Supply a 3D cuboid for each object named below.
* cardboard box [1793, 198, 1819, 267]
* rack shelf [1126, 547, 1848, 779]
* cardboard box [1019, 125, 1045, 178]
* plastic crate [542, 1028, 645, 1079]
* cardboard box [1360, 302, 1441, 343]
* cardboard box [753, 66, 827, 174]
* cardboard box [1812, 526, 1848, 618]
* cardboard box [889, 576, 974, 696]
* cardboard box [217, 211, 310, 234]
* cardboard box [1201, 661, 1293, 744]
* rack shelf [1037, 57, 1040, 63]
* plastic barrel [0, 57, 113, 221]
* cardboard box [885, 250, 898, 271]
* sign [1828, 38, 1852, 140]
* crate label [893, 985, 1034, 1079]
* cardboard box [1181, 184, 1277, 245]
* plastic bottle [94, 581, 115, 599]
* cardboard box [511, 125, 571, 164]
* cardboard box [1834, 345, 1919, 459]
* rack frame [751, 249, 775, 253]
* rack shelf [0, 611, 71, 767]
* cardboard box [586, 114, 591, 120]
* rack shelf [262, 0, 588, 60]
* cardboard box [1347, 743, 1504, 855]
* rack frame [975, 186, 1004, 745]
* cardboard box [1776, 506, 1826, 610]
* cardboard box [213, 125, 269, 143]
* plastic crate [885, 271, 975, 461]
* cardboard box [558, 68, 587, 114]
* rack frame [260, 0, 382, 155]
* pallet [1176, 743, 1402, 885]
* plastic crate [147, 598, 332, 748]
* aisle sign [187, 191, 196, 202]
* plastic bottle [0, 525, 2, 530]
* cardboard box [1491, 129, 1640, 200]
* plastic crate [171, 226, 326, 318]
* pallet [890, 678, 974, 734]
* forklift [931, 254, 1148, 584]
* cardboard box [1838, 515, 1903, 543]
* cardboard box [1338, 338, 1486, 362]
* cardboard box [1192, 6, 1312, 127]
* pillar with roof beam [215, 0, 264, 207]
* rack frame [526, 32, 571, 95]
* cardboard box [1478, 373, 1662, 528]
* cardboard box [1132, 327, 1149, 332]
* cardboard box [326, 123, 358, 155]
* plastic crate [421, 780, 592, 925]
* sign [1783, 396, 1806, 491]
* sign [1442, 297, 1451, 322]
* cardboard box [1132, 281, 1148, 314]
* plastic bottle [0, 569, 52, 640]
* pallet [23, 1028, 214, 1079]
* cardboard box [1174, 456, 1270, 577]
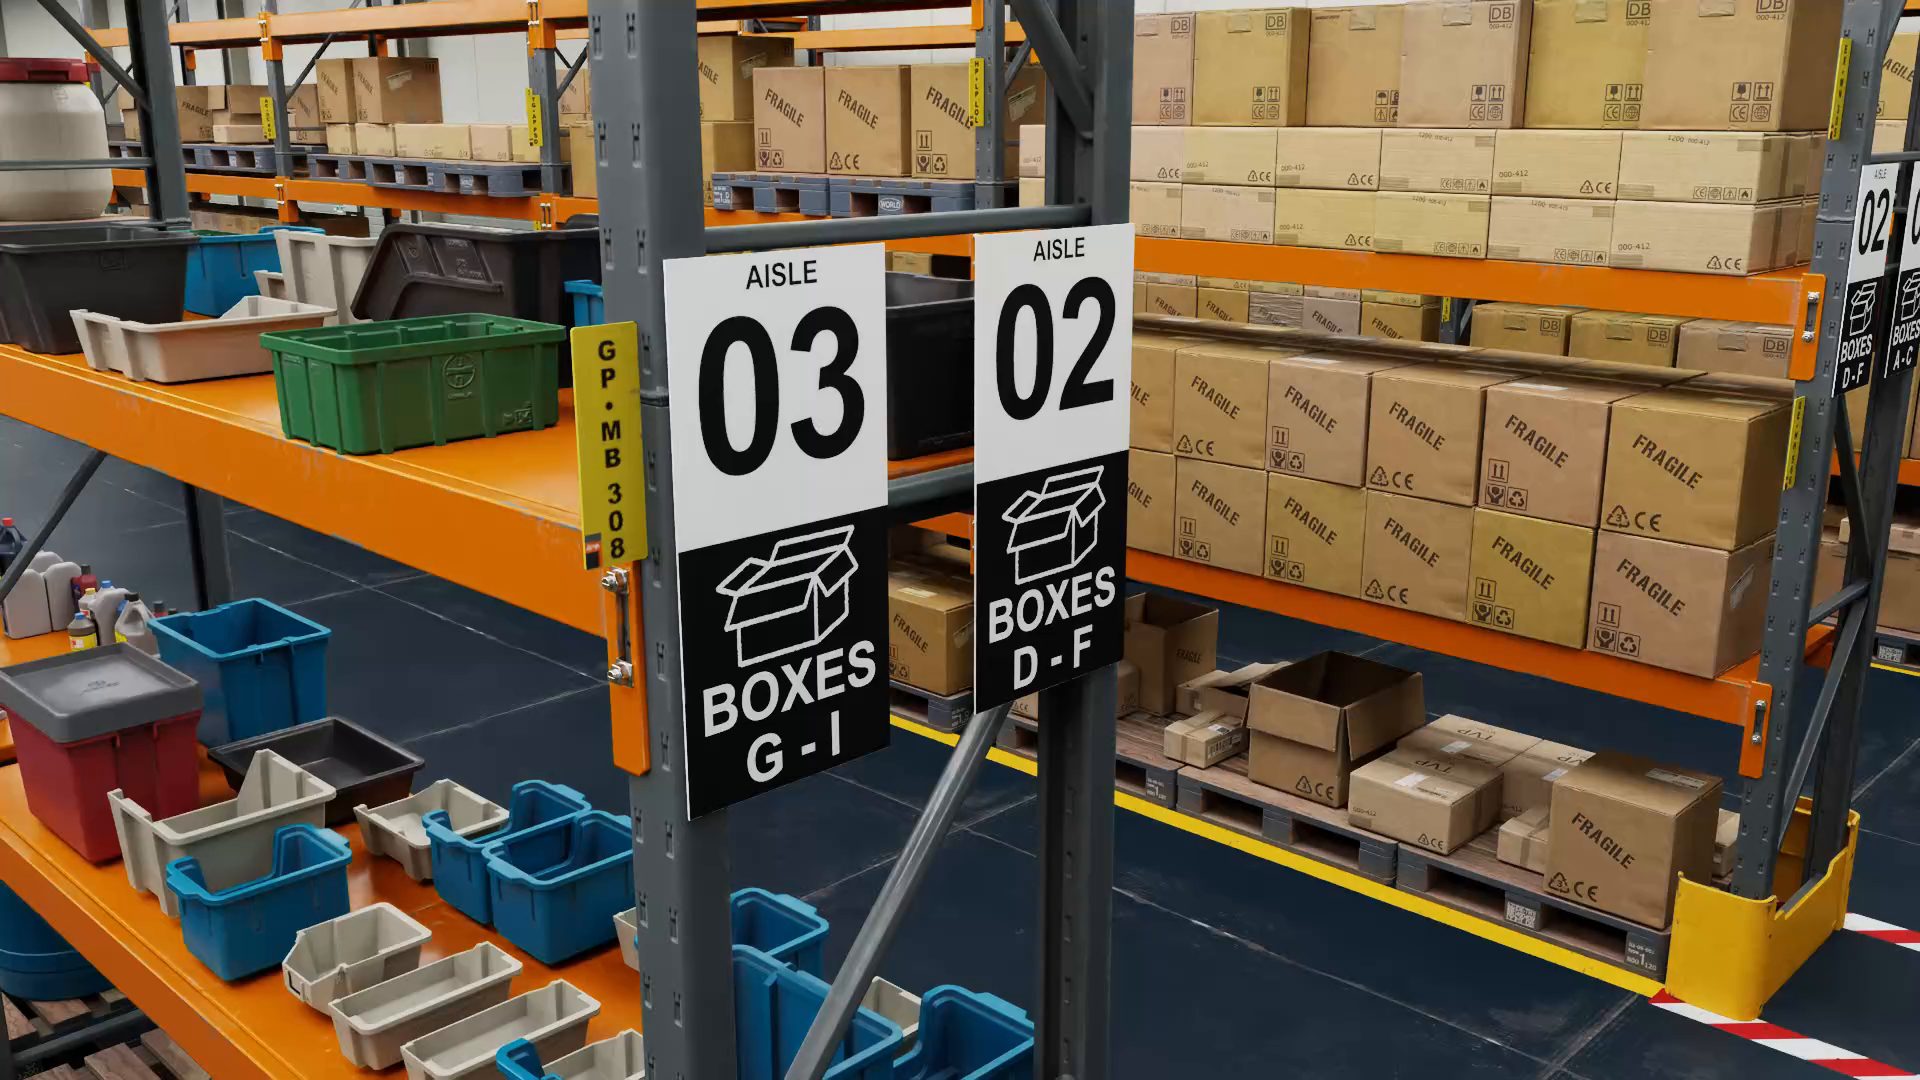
[{"bbox_3d":[3.151,-1.240,6.590,0.500,0.250,0.500,14,20,42],"label":"cardboard box"},{"bbox_3d":[1.904,0.273,7.861,4.000,0.370,1.077,14,20,42],"label":"rack shelf"},{"bbox_3d":[0.642,-1.916,8.192,0.500,0.250,0.500,14,20,42],"label":"cardboard box"},{"bbox_3d":[-0.809,1.162,3.427,0.243,0.136,0.396,14,20,42],"label":"plastic crate"},{"bbox_3d":[3.393,-1.562,12.649,0.500,0.500,0.500,13,20,41],"label":"cardboard box"},{"bbox_3d":[-0.809,-2.511,9.941,0.600,0.600,0.600,13,19,40],"label":"cardboard box"},{"bbox_3d":[5.846,0.190,10.879,0.500,0.500,0.700,14,20,42],"label":"cardboard box"},{"bbox_3d":[-0.090,0.537,9.506,0.500,0.500,0.500,14,20,42],"label":"cardboard box"},{"bbox_3d":[-6.343,-2.754,15.280,0.500,0.500,0.700,14,20,42],"label":"cardboard box"},{"bbox_3d":[1.612,0.843,8.709,0.500,0.311,0.500,14,20,42],"label":"cardboard box"},{"bbox_3d":[2.461,-4.036,13.295,4.000,0.370,1.077,14,20,42],"label":"rack shelf"},{"bbox_3d":[-3.181,-1.385,5.746,0.433,0.535,0.433,0,15,0],"label":"plastic barrel"},{"bbox_3d":[-0.623,-2.682,16.706,0.700,0.500,0.500,-11,18,-37],"label":"cardboard box"},{"bbox_3d":[2.944,-1.508,5.564,0.005,0.325,0.100,14,20,42],"label":"sign"},{"bbox_3d":[-0.046,1.123,3.388,0.303,0.233,0.416,14,20,42],"label":"crate label"},{"bbox_3d":[1.359,-1.498,7.580,0.500,0.250,0.500,14,20,42],"label":"cardboard box"},{"bbox_3d":[-3.373,0.296,6.601,0.097,0.271,0.097,0,15,0],"label":"plastic bottle"},{"bbox_3d":[-2.781,-2.776,11.654,0.500,0.250,0.500,12,19,38],"label":"cardboard box"},{"bbox_3d":[5.874,-0.983,10.659,0.700,0.700,0.980,13,20,42],"label":"cardboard box"},{"bbox_3d":[-1.859,-2.725,17.941,0.127,3.000,1.000,14,20,42],"label":"rack frame"},{"bbox_3d":[-4.416,0.472,7.100,4.000,0.370,1.077,14,20,42],"label":"rack shelf"},{"bbox_3d":[-3.933,-4.640,19.104,0.500,0.500,0.500,-13,20,-42],"label":"cardboard box"},{"bbox_3d":[-3.855,-3.836,12.529,4.000,0.370,1.077,14,20,42],"label":"rack shelf"},{"bbox_3d":[2.119,1.171,7.571,0.500,0.250,0.500,14,20,42],"label":"cardboard box"},{"bbox_3d":[0.465,-0.425,9.114,0.127,3.000,1.000,14,20,42],"label":"rack frame"},{"bbox_3d":[3.208,0.101,6.896,0.500,0.500,0.500,-14,20,-43],"label":"cardboard box"},{"bbox_3d":[-6.352,-3.587,14.690,0.250,0.149,0.380,14,20,42],"label":"cardboard box"},{"bbox_3d":[-0.180,-0.333,3.070,0.590,0.269,0.497,14,20,42],"label":"plastic crate"},{"bbox_3d":[-4.303,-5.210,19.308,0.500,0.500,0.500,13,20,42],"label":"cardboard box"},{"bbox_3d":[-5.294,-4.728,13.731,0.127,3.000,1.000,14,20,42],"label":"rack frame"},{"bbox_3d":[1.841,1.258,8.184,1.213,0.211,1.003,14,20,42],"label":"pallet"},{"bbox_3d":[-2.403,0.472,5.584,0.575,0.384,0.392,14,20,42],"label":"plastic crate"},{"bbox_3d":[-8.017,-3.848,17.095,0.004,0.787,0.394,14,20,42],"label":"aisle sign"},{"bbox_3d":[-4.360,0.026,7.481,0.185,0.351,0.144,14,20,42],"label":"plastic bottle"},{"bbox_3d":[2.437,-1.477,6.508,0.500,0.250,0.500,14,20,42],"label":"cardboard box"},{"bbox_3d":[-2.099,-0.796,4.920,0.300,0.233,0.416,14,20,42],"label":"plastic crate"},{"bbox_3d":[-0.147,0.789,9.986,1.213,0.211,1.003,14,20,42],"label":"pallet"},{"bbox_3d":[0.552,-1.252,12.426,1.130,2.935,3.031,-12,19,-38],"label":"forklift"},{"bbox_3d":[5.803,-0.071,10.592,0.380,0.149,0.250,-14,20,-43],"label":"cardboard box"},{"bbox_3d":[2.103,-0.650,7.796,0.500,0.500,0.500,13,20,42],"label":"cardboard box"},{"bbox_3d":[1.467,-2.131,7.531,0.500,0.500,0.700,14,20,42],"label":"cardboard box"},{"bbox_3d":[-15.261,-7.681,25.065,0.400,9.000,9.100,14,20,42],"label":"pillar with roof beam"},{"bbox_3d":[-4.738,-6.328,19.871,0.127,3.000,1.000,14,20,42],"label":"rack frame"},{"bbox_3d":[2.469,-0.373,6.735,0.500,0.500,0.500,-14,20,-43],"label":"cardboard box"},{"bbox_3d":[0.609,-0.824,8.463,0.500,0.500,0.500,-14,20,-43],"label":"cardboard box"},{"bbox_3d":[-4.857,-3.298,13.655,0.500,0.250,0.500,-12,19,-38],"label":"cardboard box"},{"bbox_3d":[-1.210,0.840,4.474,0.300,0.233,0.416,14,20,42],"label":"plastic crate"},{"bbox_3d":[2.944,-0.341,5.868,0.005,0.325,0.100,14,20,42],"label":"sign"},{"bbox_3d":[3.531,-1.747,12.047,0.005,0.325,0.100,14,20,42],"label":"sign"},{"bbox_3d":[1.563,-2.002,14.339,0.500,0.500,0.500,-14,20,-42],"label":"cardboard box"},{"bbox_3d":[-3.817,0.249,6.774,0.135,0.276,0.152,14,20,42],"label":"plastic bottle"},{"bbox_3d":[-2.420,1.944,5.551,1.213,0.211,1.003,14,20,42],"label":"pallet"},{"bbox_3d":[1.372,-0.158,7.890,0.500,0.500,0.500,14,20,42],"label":"cardboard box"}]
